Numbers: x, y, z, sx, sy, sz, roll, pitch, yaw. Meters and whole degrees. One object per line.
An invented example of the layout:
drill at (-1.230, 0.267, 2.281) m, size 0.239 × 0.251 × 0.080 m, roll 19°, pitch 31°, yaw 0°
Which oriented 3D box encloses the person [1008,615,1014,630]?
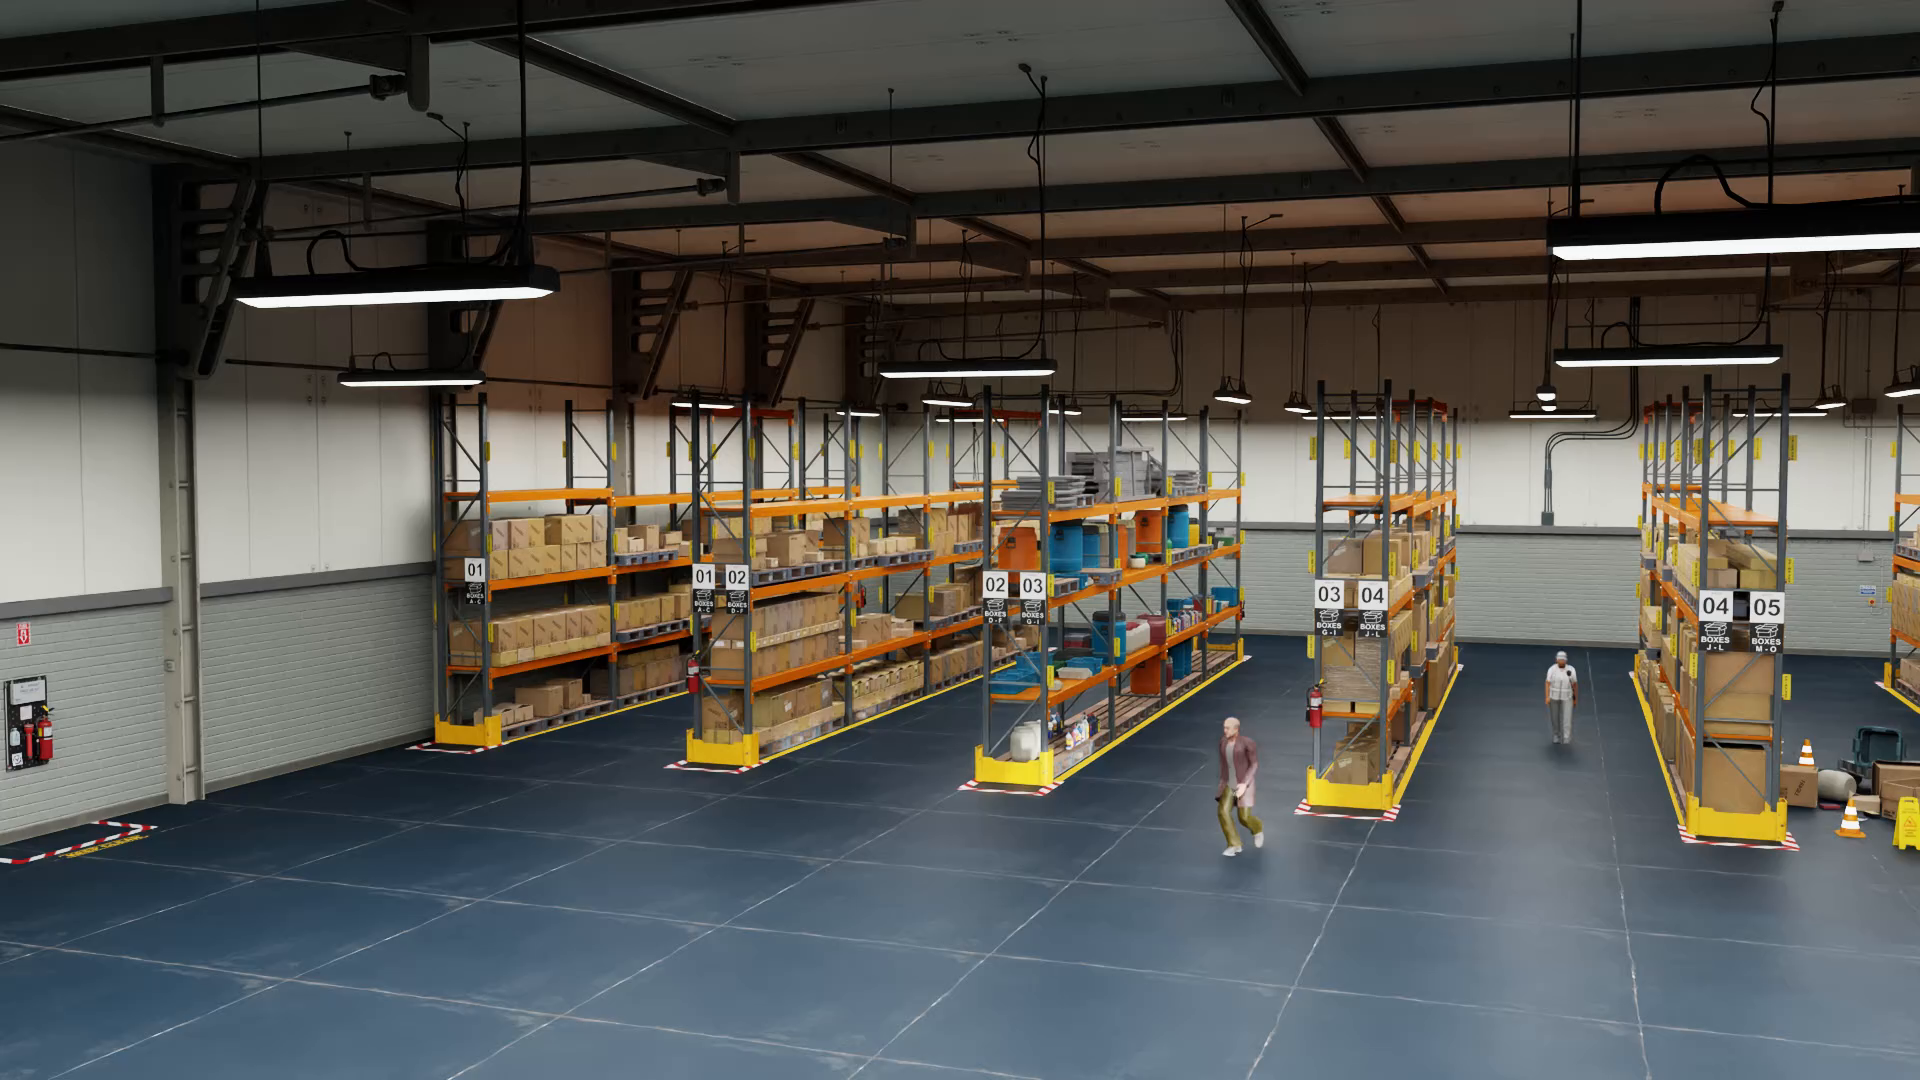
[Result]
person at (1.400, 1.751, 45.541) m, size 0.452 × 1.581 × 1.076 m, roll -1°, pitch 3°, yaw -23°

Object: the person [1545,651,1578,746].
person at (10.151, 2.684, 28.107) m, size 0.502 × 1.605 × 1.051 m, roll 2°, pitch 3°, yaw 27°

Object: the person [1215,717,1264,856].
person at (3.492, 3.052, 20.824) m, size 0.617 × 1.695 × 0.849 m, roll 2°, pitch 4°, yaw 39°
